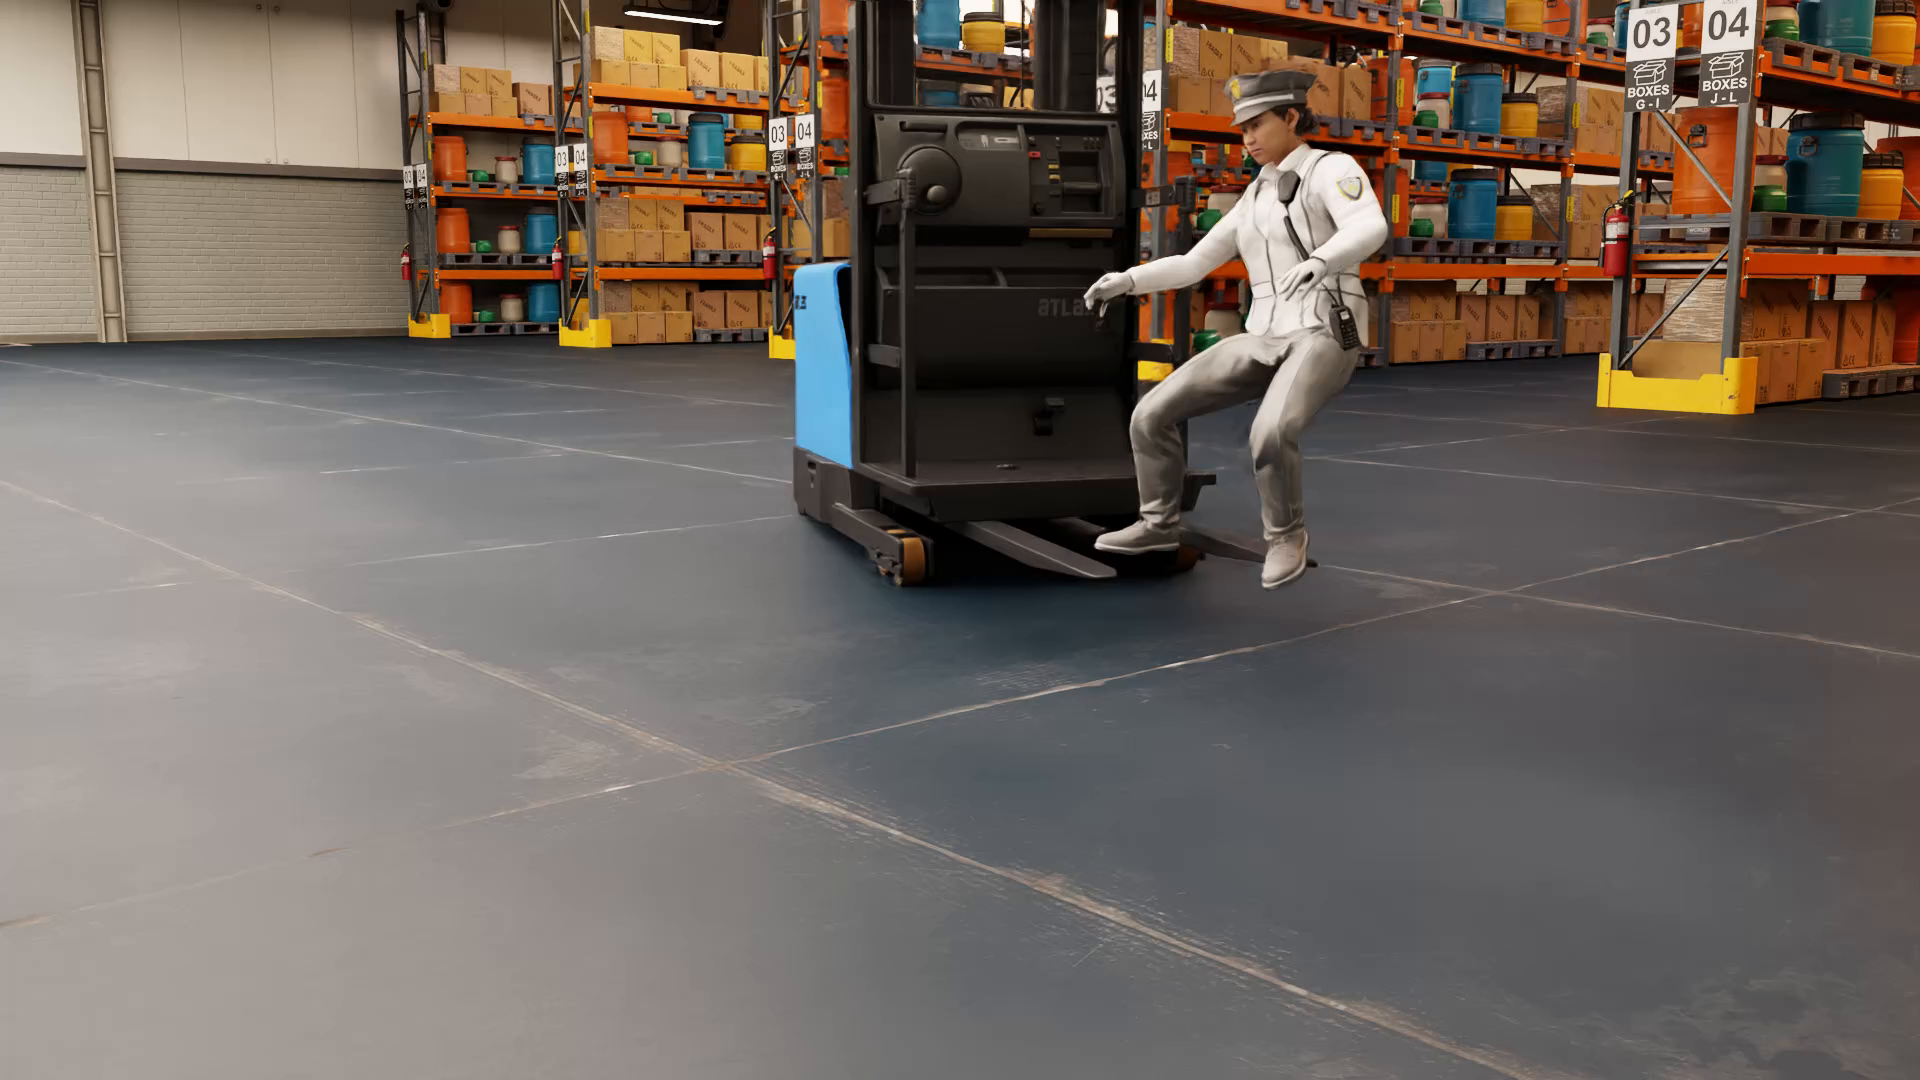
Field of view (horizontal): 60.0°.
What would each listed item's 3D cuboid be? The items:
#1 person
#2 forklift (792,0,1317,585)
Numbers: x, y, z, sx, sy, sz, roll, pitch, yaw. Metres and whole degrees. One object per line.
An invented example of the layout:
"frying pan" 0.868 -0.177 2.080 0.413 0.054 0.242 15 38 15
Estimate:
"person" 0.782 -0.601 4.697 0.694 1.437 0.847 -5 10 -30
"forklift" 0.217 -1.364 5.769 1.130 2.935 3.031 -3 9 -18
